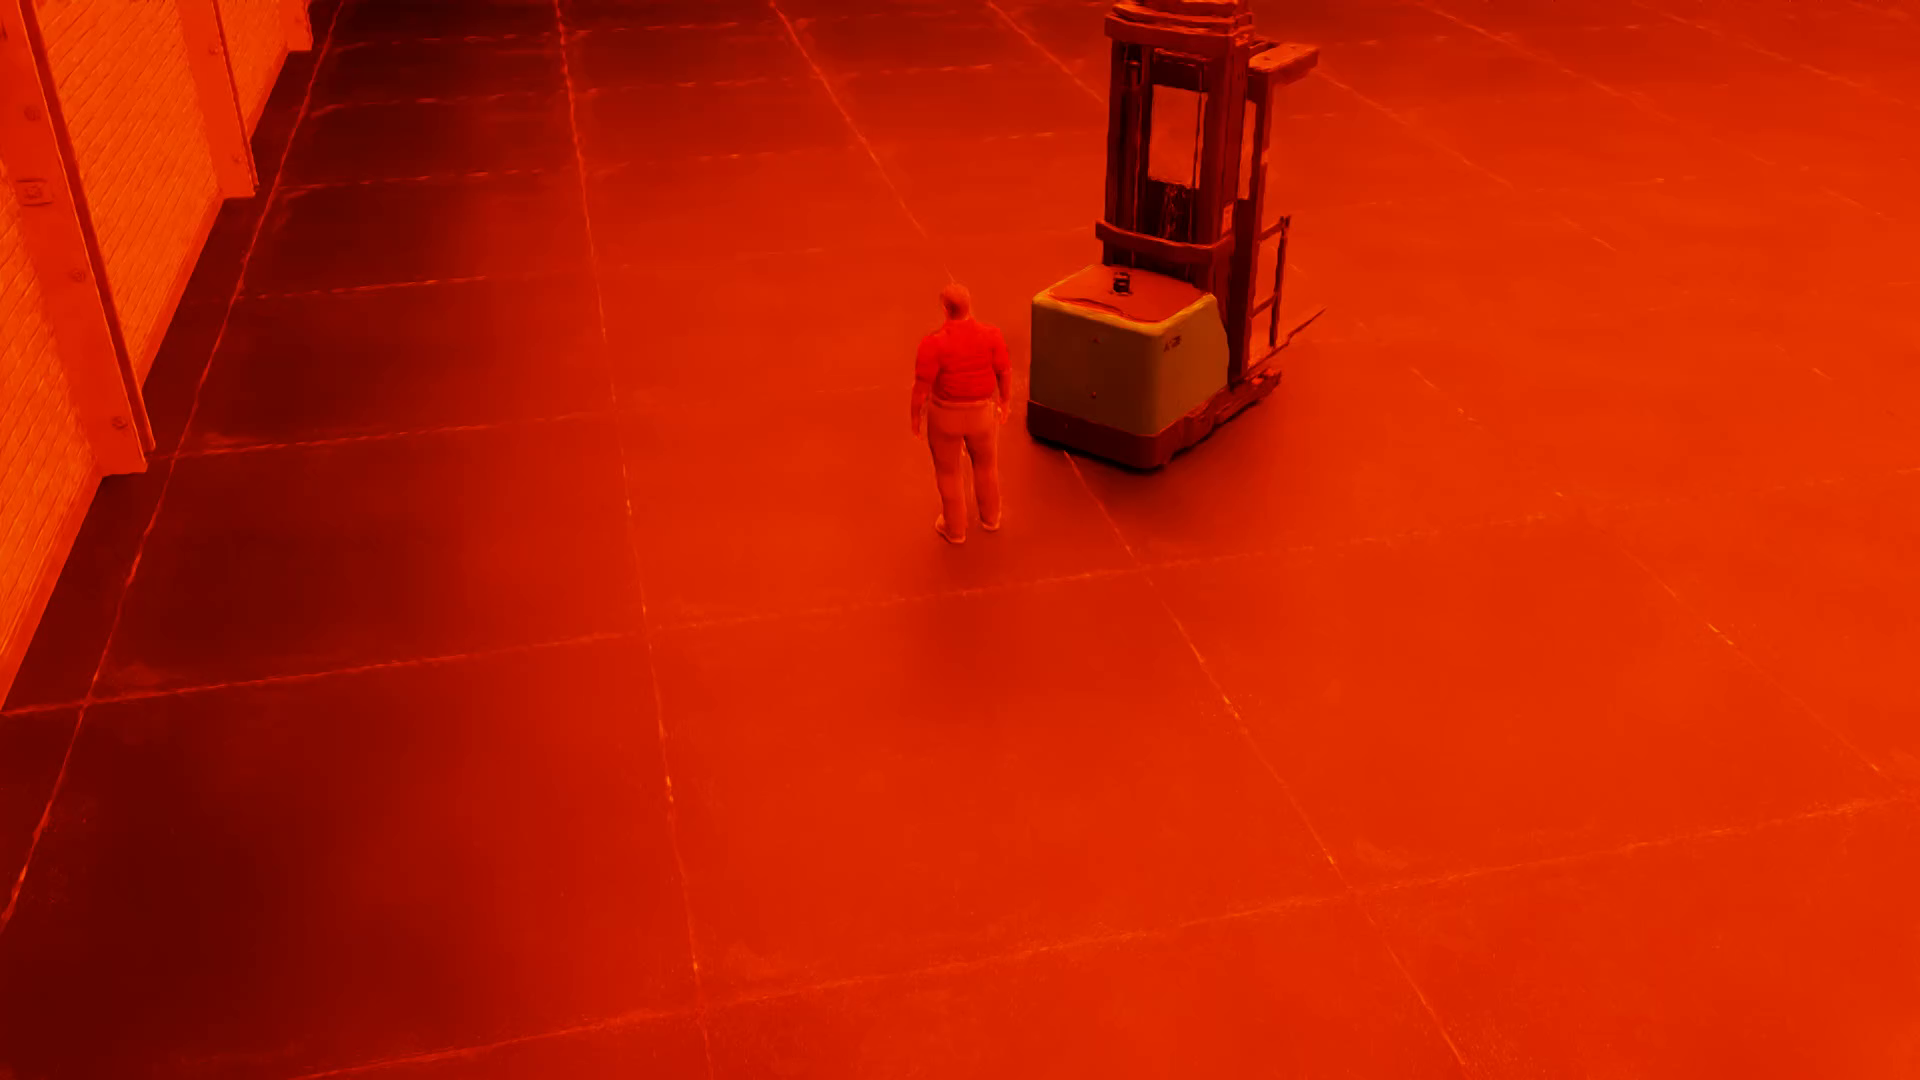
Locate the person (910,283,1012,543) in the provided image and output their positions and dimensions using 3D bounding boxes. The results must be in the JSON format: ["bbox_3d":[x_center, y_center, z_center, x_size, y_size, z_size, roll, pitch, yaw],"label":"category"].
[{"bbox_3d":[-0.009,-0.800,10.141,0.640,1.727,0.550,-7,31,-12],"label":"person"}]

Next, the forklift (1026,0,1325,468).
[{"bbox_3d":[1.749,-2.434,11.778,1.130,2.935,3.031,20,36,31],"label":"forklift"}]
